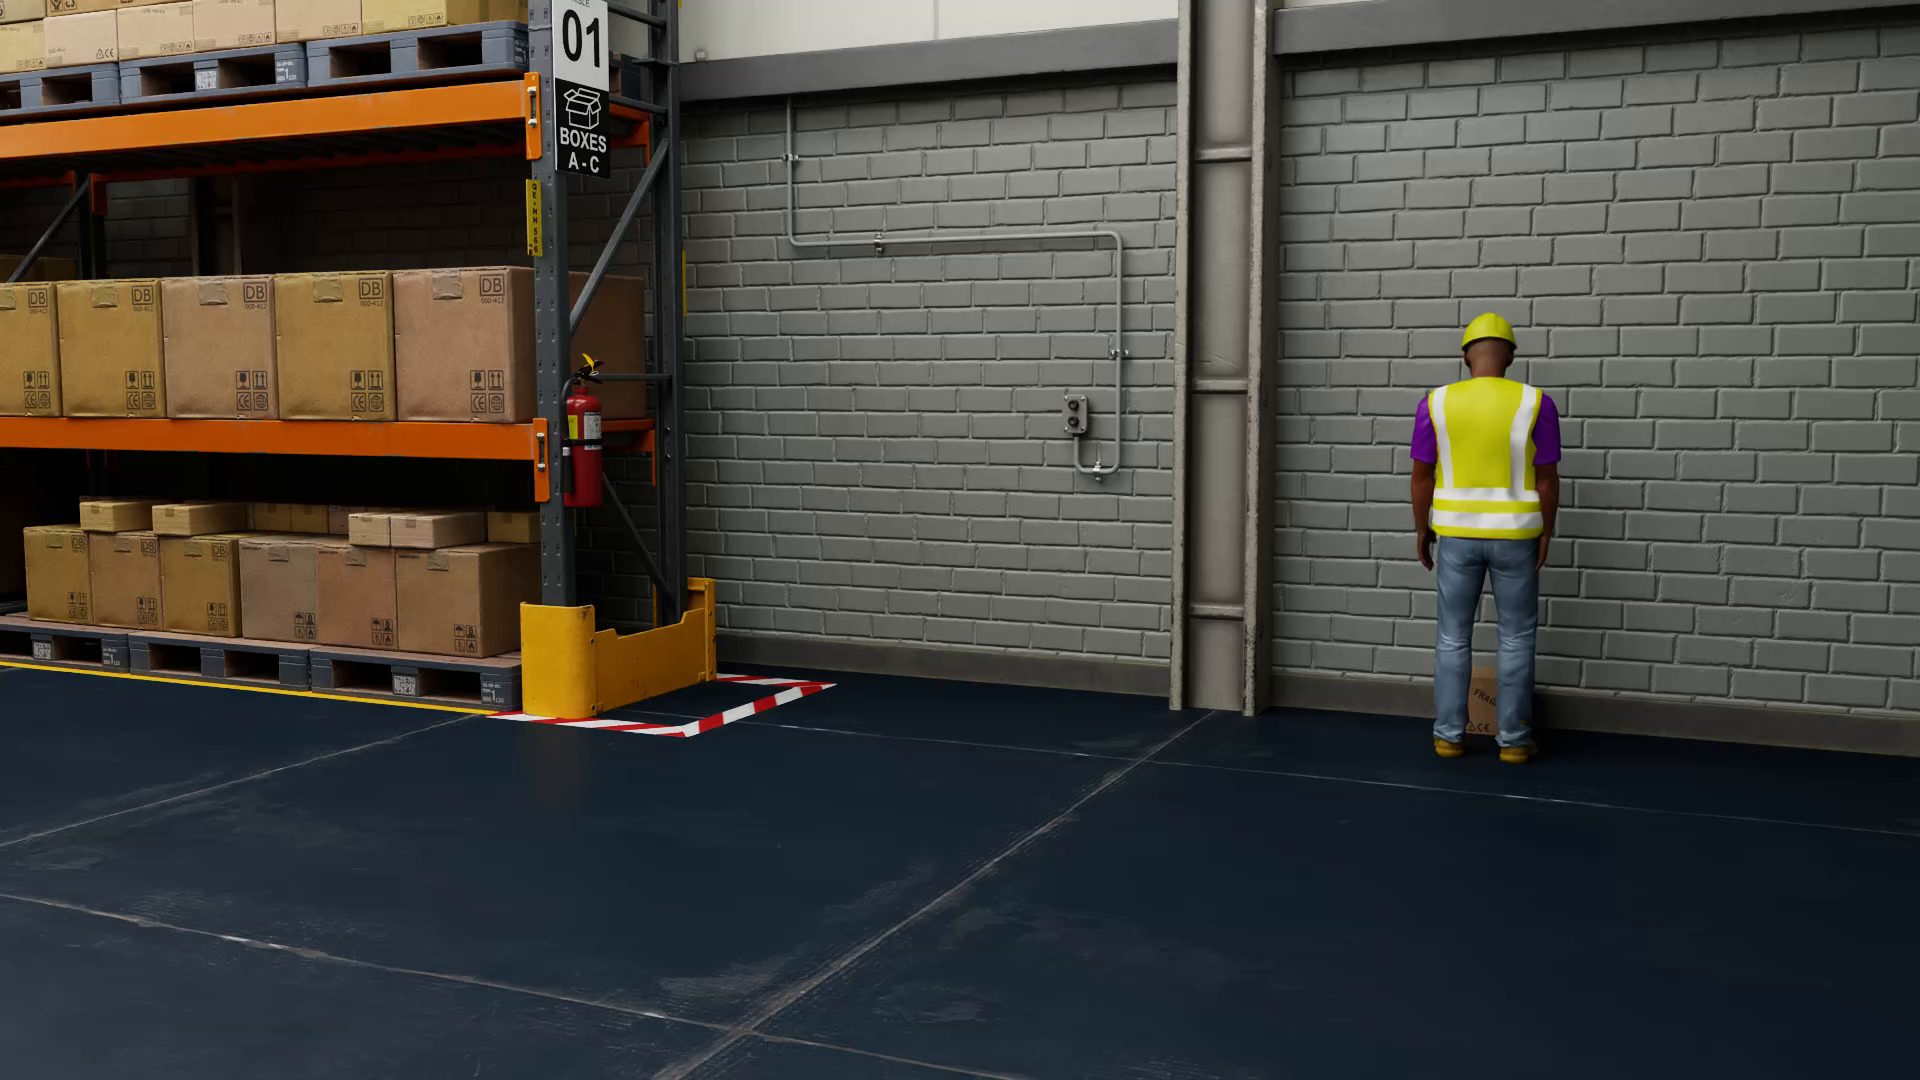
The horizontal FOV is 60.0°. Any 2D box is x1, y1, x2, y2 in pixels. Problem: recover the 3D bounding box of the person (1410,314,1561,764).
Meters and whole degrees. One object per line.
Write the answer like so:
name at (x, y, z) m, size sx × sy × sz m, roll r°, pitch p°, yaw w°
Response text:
person at (2.081, -0.014, 6.610) m, size 0.570 × 1.757 × 0.374 m, roll 3°, pitch 6°, yaw 25°
